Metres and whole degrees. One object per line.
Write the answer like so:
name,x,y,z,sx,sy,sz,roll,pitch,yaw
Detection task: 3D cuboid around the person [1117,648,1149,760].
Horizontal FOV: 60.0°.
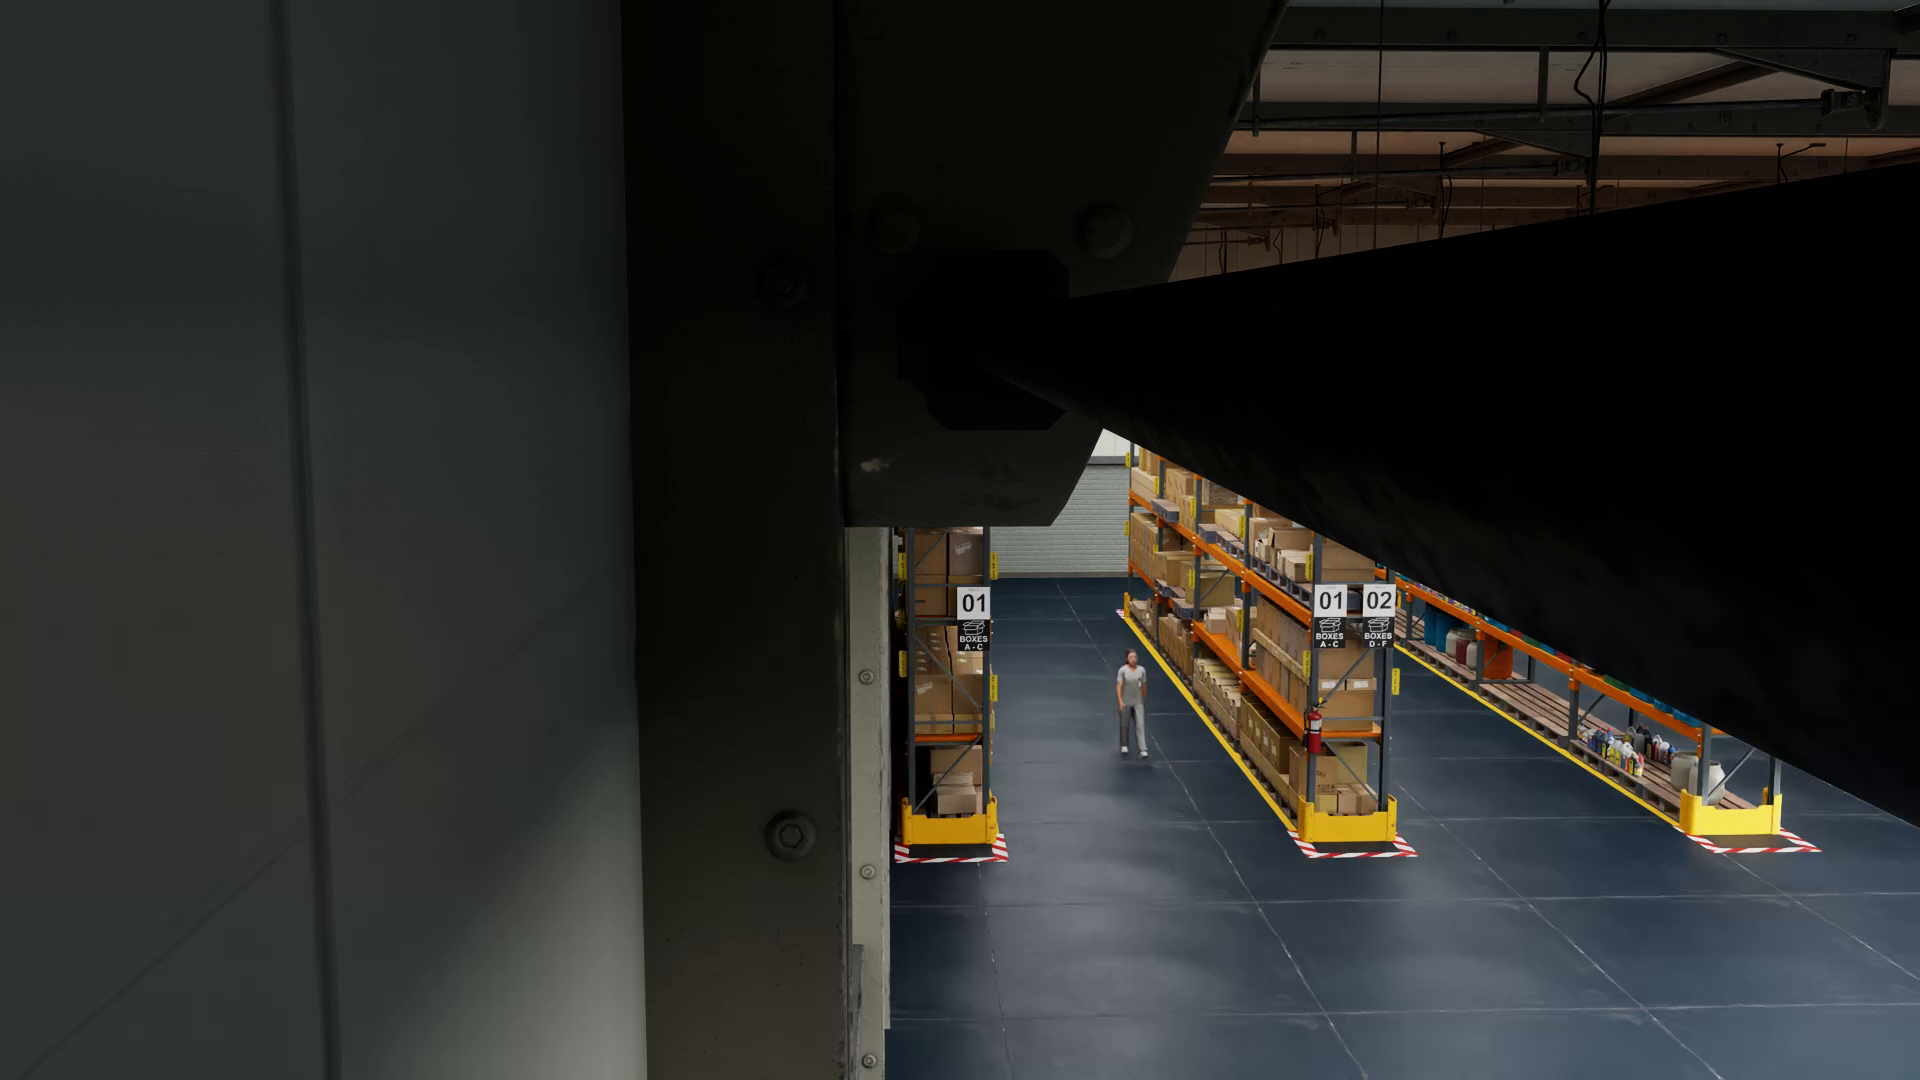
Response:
person,2.523,2.400,24.355,0.453,1.610,1.065,0,7,2

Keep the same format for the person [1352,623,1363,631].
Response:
person,8.177,1.121,34.228,0.538,1.607,1.014,2,8,16
